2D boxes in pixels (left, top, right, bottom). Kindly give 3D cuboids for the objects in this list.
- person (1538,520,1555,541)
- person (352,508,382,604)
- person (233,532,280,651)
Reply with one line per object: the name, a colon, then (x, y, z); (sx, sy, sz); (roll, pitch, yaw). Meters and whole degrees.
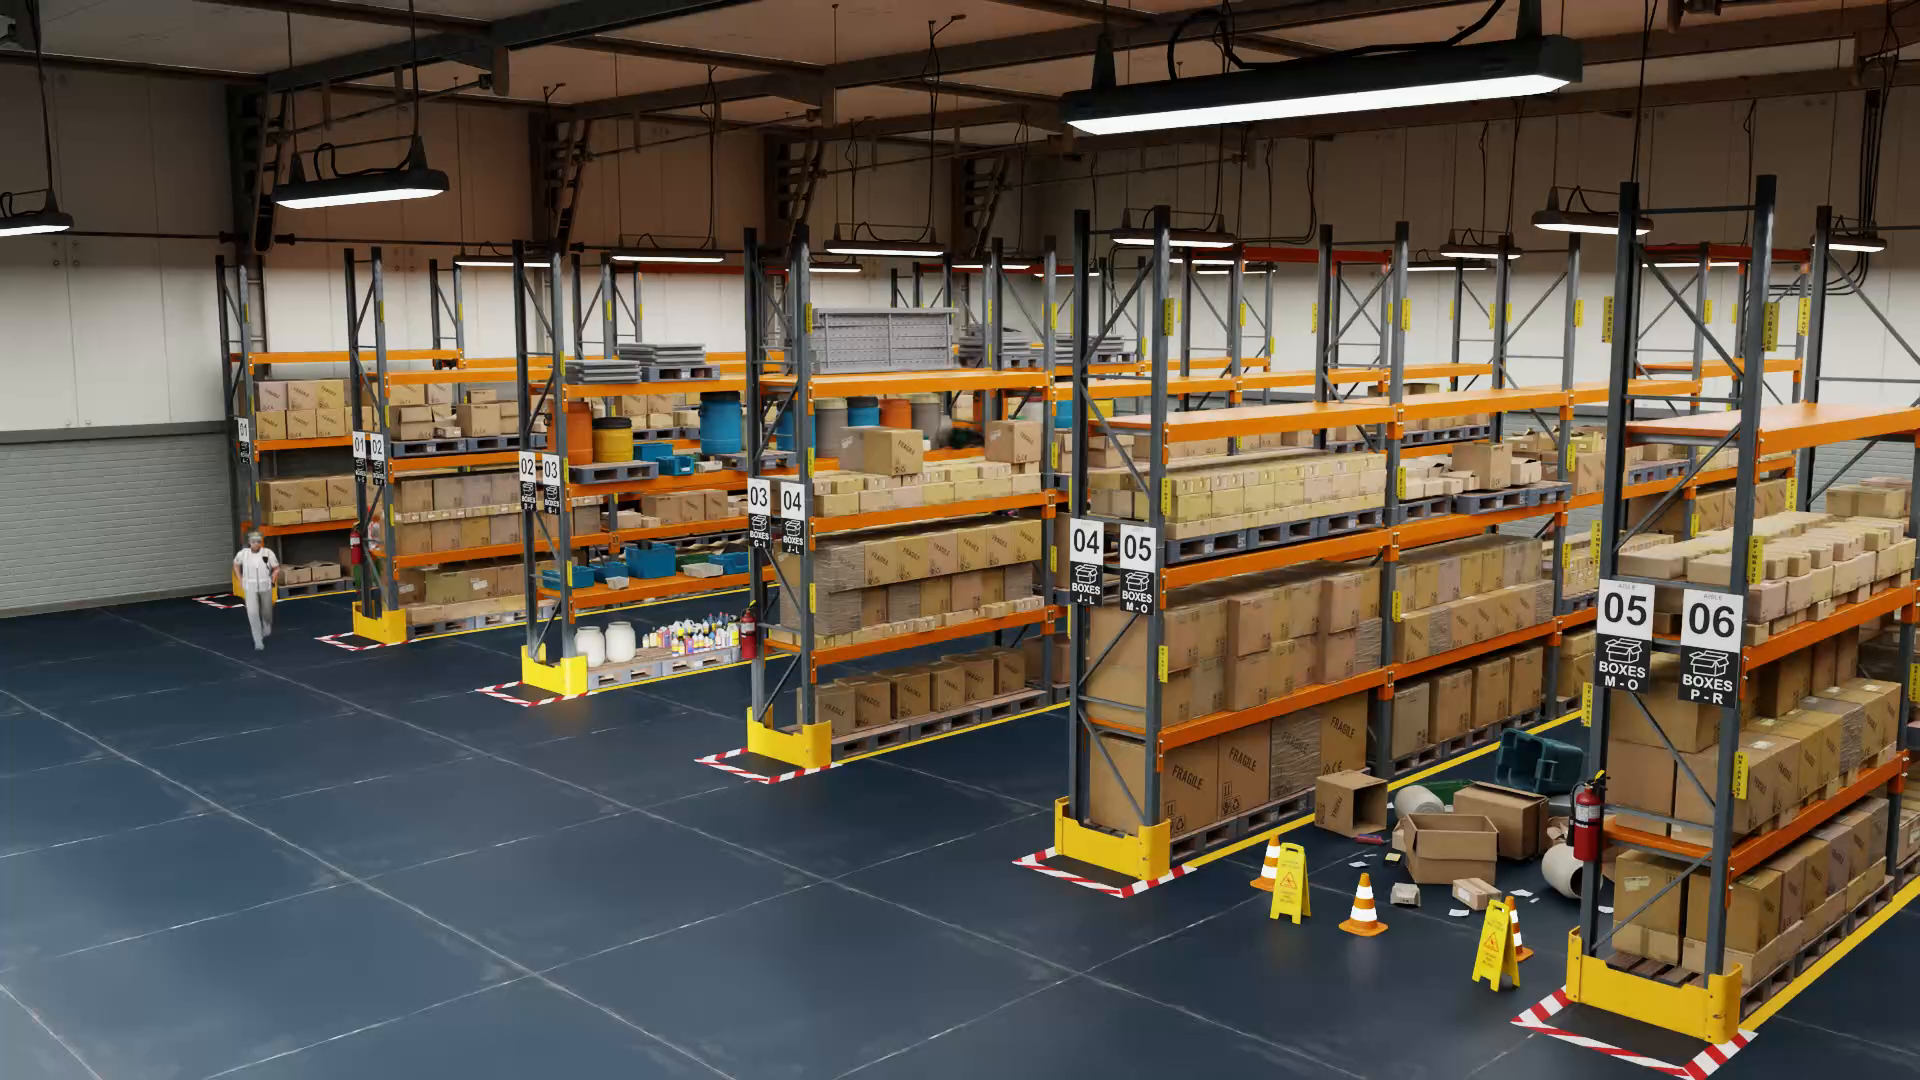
person: (9.438, 0.559, 26.593); (0.832, 1.774, 0.635); (-8, 11, -44)
person: (-9.983, 0.301, 28.086); (0.609, 1.785, 0.970); (0, 8, 2)
person: (-10.671, 0.731, 25.274); (0.646, 1.776, 0.952); (-4, 9, -23)
